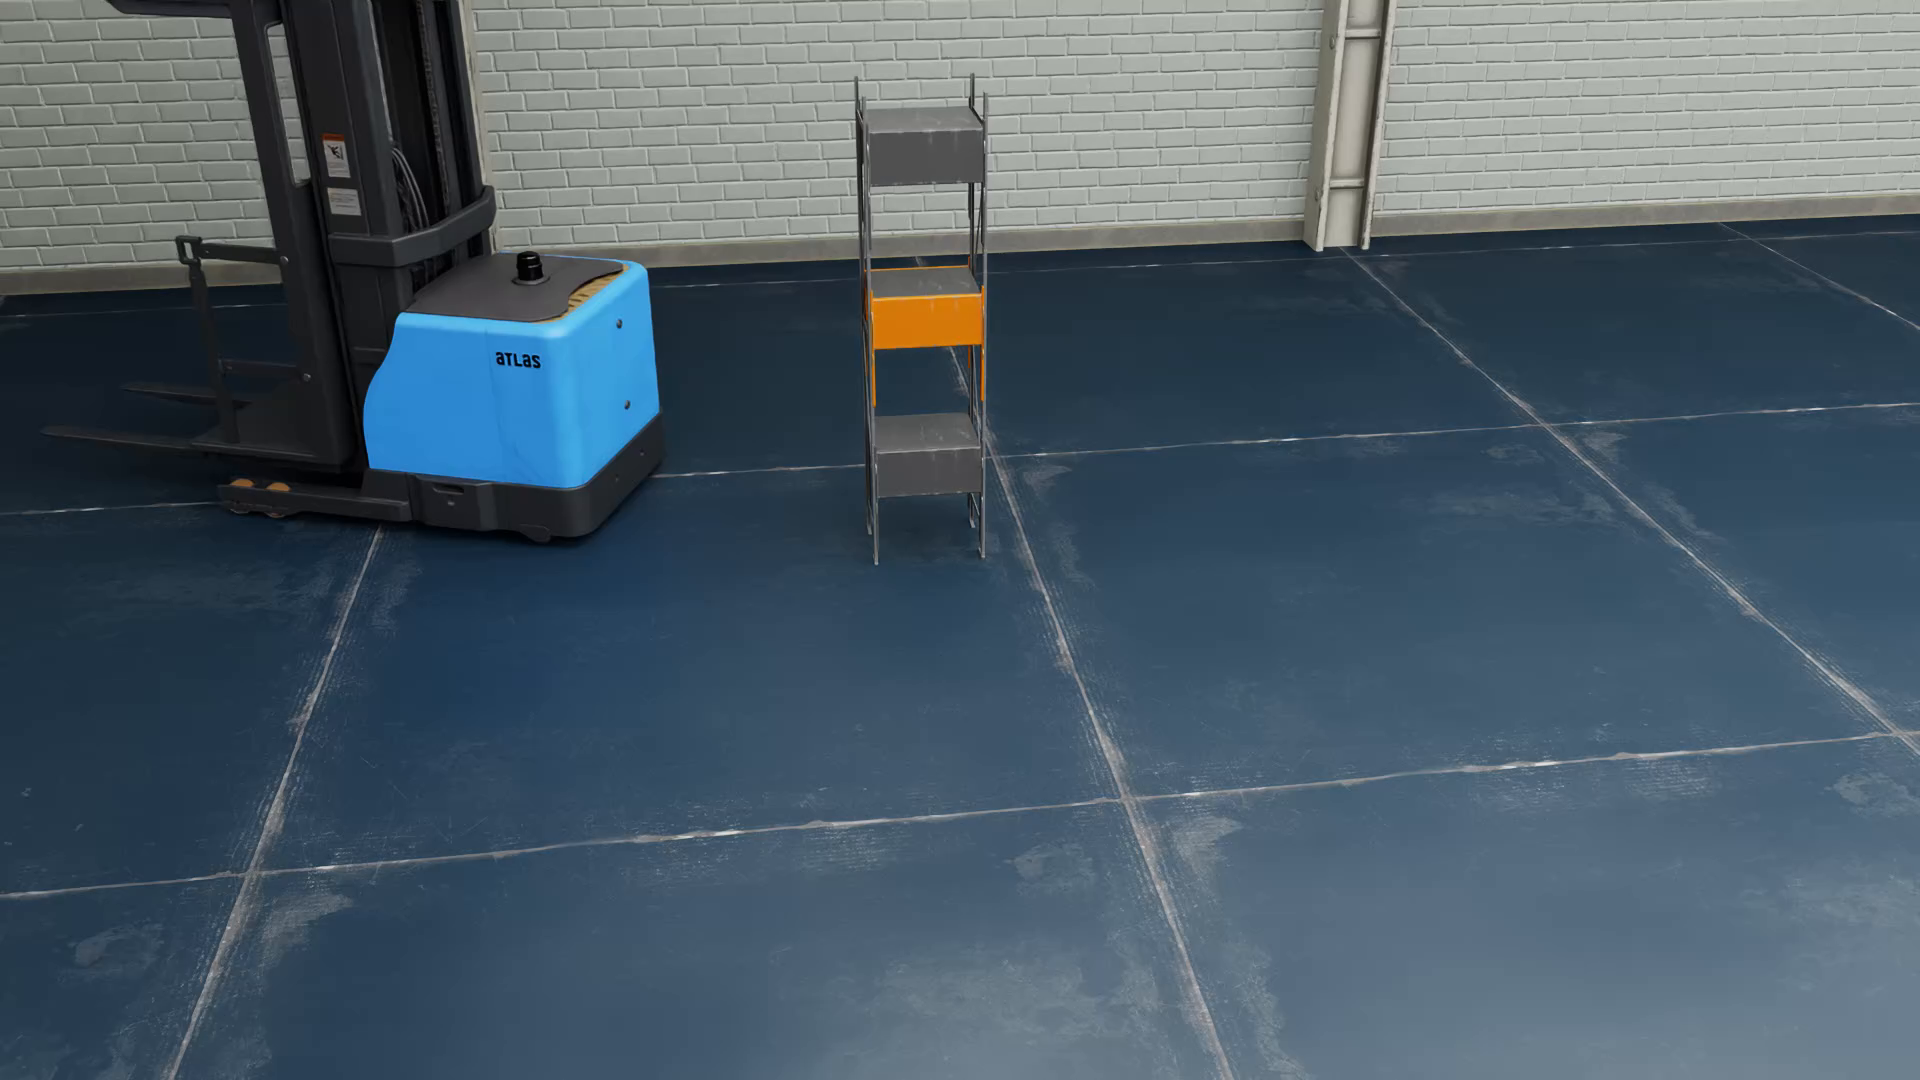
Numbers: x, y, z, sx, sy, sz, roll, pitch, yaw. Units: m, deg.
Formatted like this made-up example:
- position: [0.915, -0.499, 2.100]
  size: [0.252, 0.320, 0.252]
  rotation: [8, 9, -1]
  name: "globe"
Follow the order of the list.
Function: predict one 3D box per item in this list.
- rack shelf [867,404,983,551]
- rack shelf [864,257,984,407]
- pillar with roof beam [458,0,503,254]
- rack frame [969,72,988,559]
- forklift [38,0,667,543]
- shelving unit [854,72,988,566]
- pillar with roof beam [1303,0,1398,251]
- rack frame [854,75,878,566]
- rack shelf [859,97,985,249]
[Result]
- position: [-0.164, -0.289, 7.576]
  size: [0.480, 0.518, 0.431]
  rotation: [-4, 27, -7]
  name: "rack shelf"
- position: [-0.164, -0.912, 7.256]
  size: [0.480, 0.518, 0.431]
  rotation: [-4, 27, -7]
  name: "rack shelf"
- position: [-2.663, -3.793, 5.285]
  size: [0.400, 9.000, 9.100]
  rotation: [-4, 27, -7]
  name: "pillar with roof beam"
- position: [0.078, -0.939, 7.280]
  size: [0.015, 2.100, 0.400]
  rotation: [-4, 27, -7]
  name: "rack frame"
- position: [-3.063, -1.635, 7.725]
  size: [3.031, 2.935, 1.130]
  rotation: [6, 28, 12]
  name: "forklift"
- position: [-0.164, -0.924, 7.250]
  size: [0.503, 2.100, 0.431]
  rotation: [-4, 27, -7]
  name: "shelving unit"
- position: [3.279, -4.175, 6.029]
  size: [0.400, 9.000, 9.100]
  rotation: [-4, 27, -7]
  name: "pillar with roof beam"
- position: [-0.406, -0.908, 7.220]
  size: [0.015, 2.100, 0.400]
  rotation: [-4, 27, -7]
  name: "rack frame"
- position: [-0.164, -1.534, 6.937]
  size: [0.480, 0.518, 0.431]
  rotation: [-4, 27, -7]
  name: "rack shelf"
